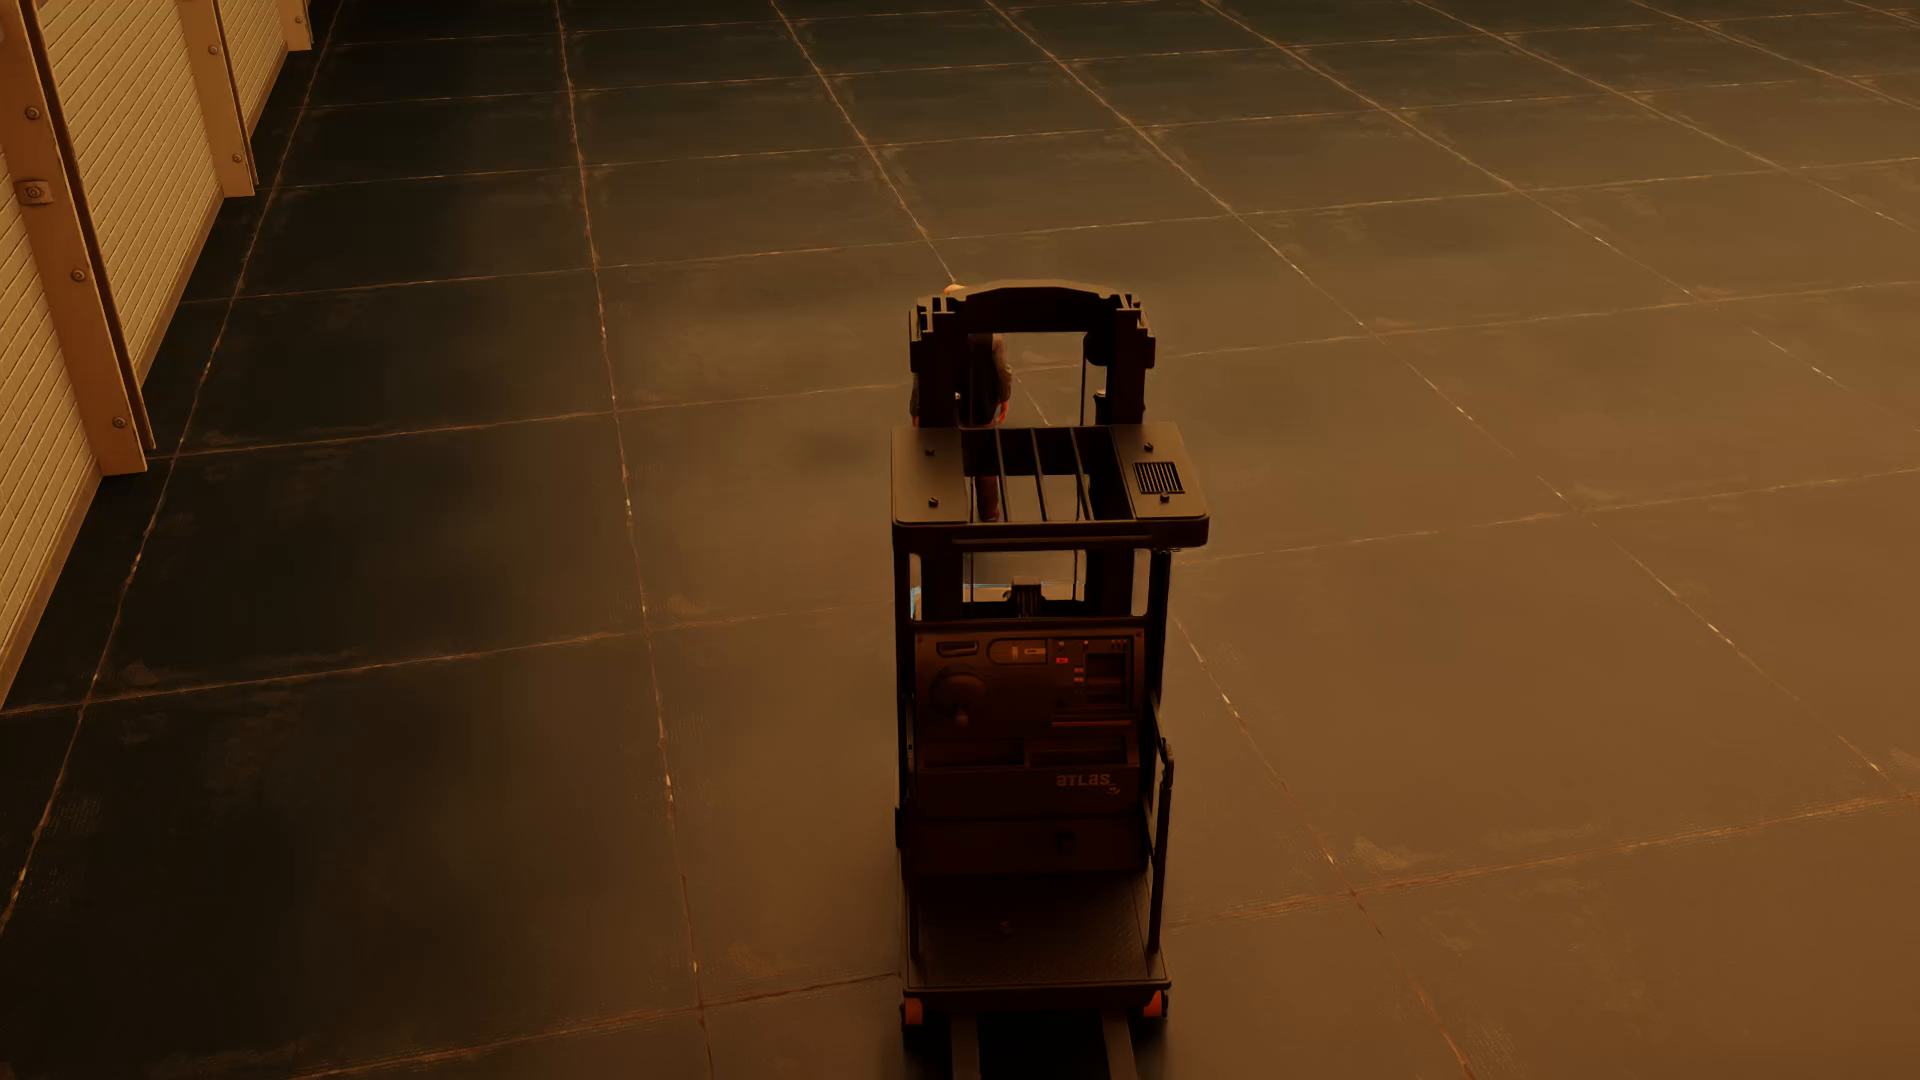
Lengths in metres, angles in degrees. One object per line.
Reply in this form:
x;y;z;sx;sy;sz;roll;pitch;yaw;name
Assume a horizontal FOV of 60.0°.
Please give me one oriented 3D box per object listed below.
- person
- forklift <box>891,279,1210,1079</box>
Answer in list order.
-0.006;-0.782;10.119;0.632;1.720;0.568;-7;31;-12;person
0.293;0.601;6.537;1.130;2.935;3.031;-1;30;-2;forklift
